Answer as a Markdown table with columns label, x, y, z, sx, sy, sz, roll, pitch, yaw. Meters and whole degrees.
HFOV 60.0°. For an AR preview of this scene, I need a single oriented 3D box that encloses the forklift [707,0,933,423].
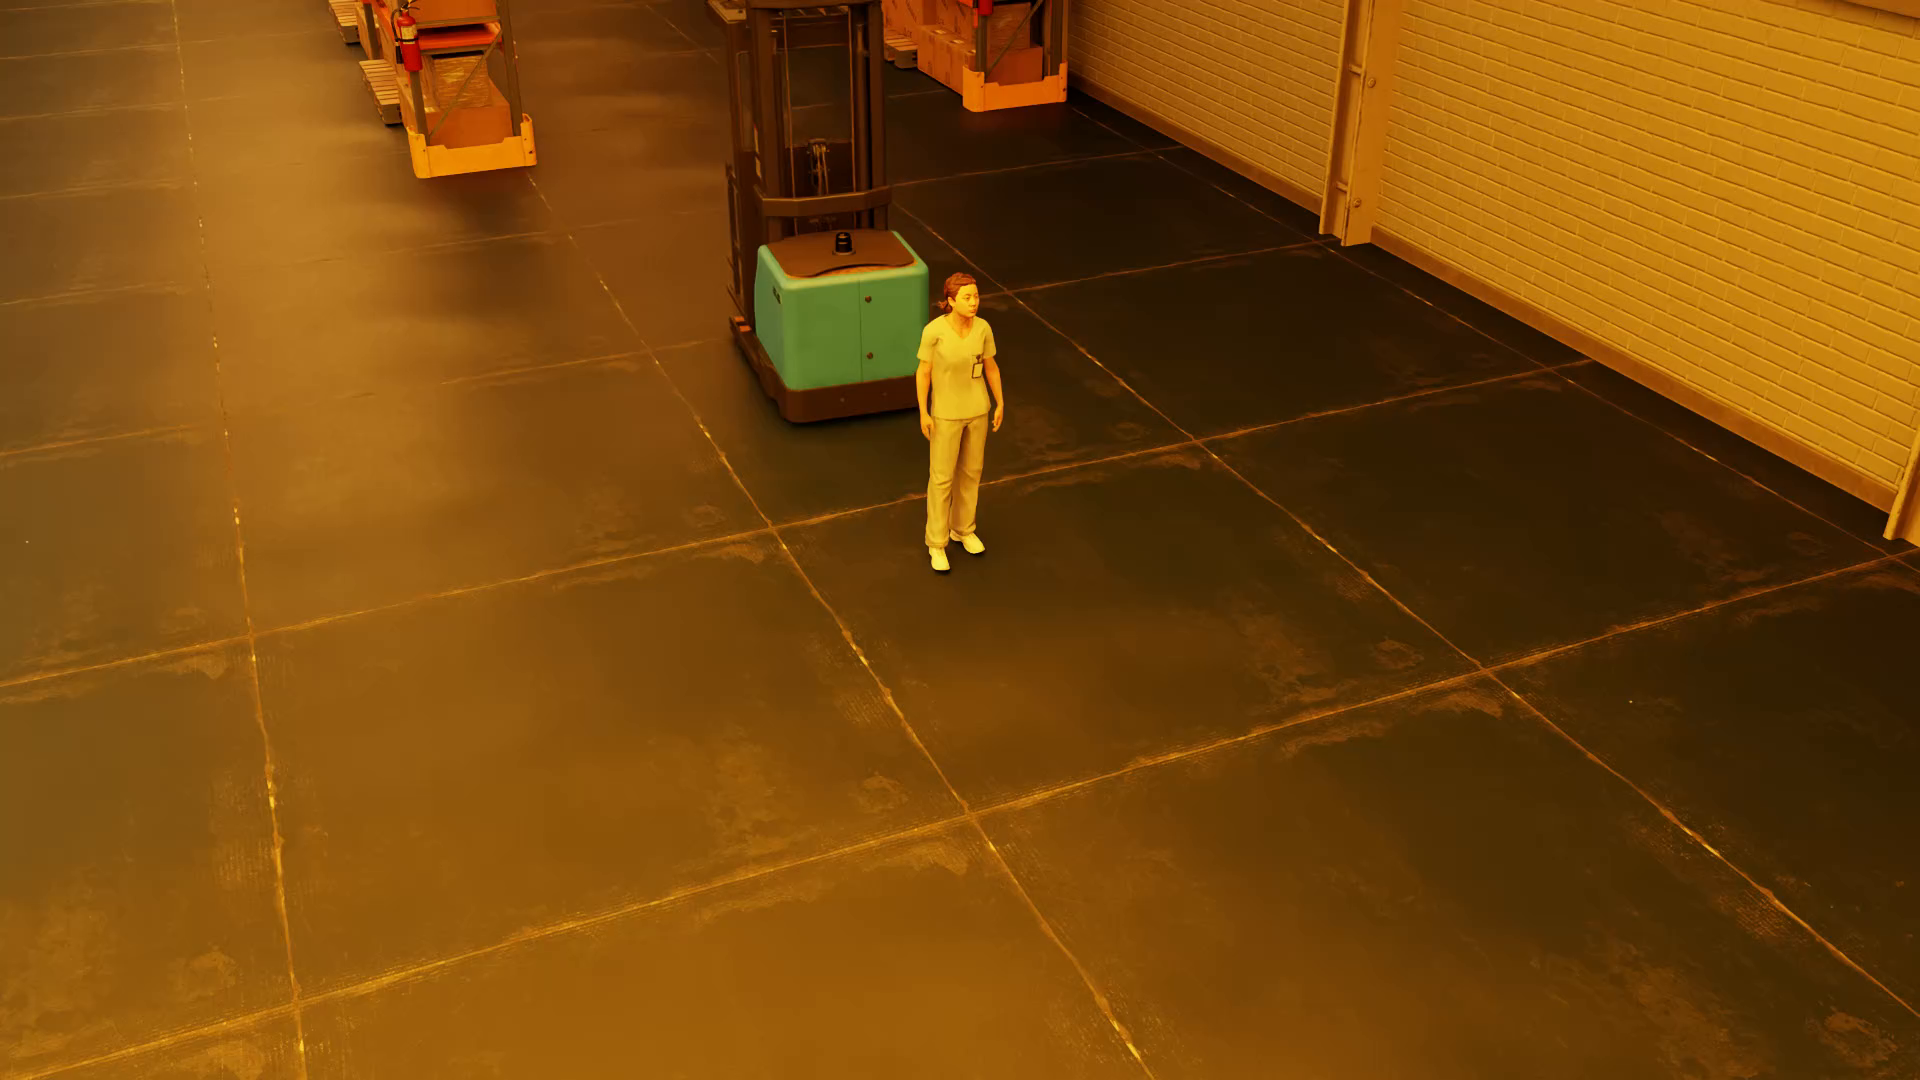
| label | x | y | z | sx | sy | sz | roll | pitch | yaw |
| --- | --- | --- | --- | --- | --- | --- | --- | --- | --- |
| forklift | -1.135 | -2.788 | 11.996 | 1.130 | 2.935 | 3.031 | -9 | 31 | -16 |

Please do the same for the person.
| label | x | y | z | sx | sy | sz | roll | pitch | yaw |
| --- | --- | --- | --- | --- | --- | --- | --- | --- | --- |
| person | 0.017 | -0.693 | 9.592 | 0.549 | 1.665 | 0.549 | -12 | 32 | -20 |
